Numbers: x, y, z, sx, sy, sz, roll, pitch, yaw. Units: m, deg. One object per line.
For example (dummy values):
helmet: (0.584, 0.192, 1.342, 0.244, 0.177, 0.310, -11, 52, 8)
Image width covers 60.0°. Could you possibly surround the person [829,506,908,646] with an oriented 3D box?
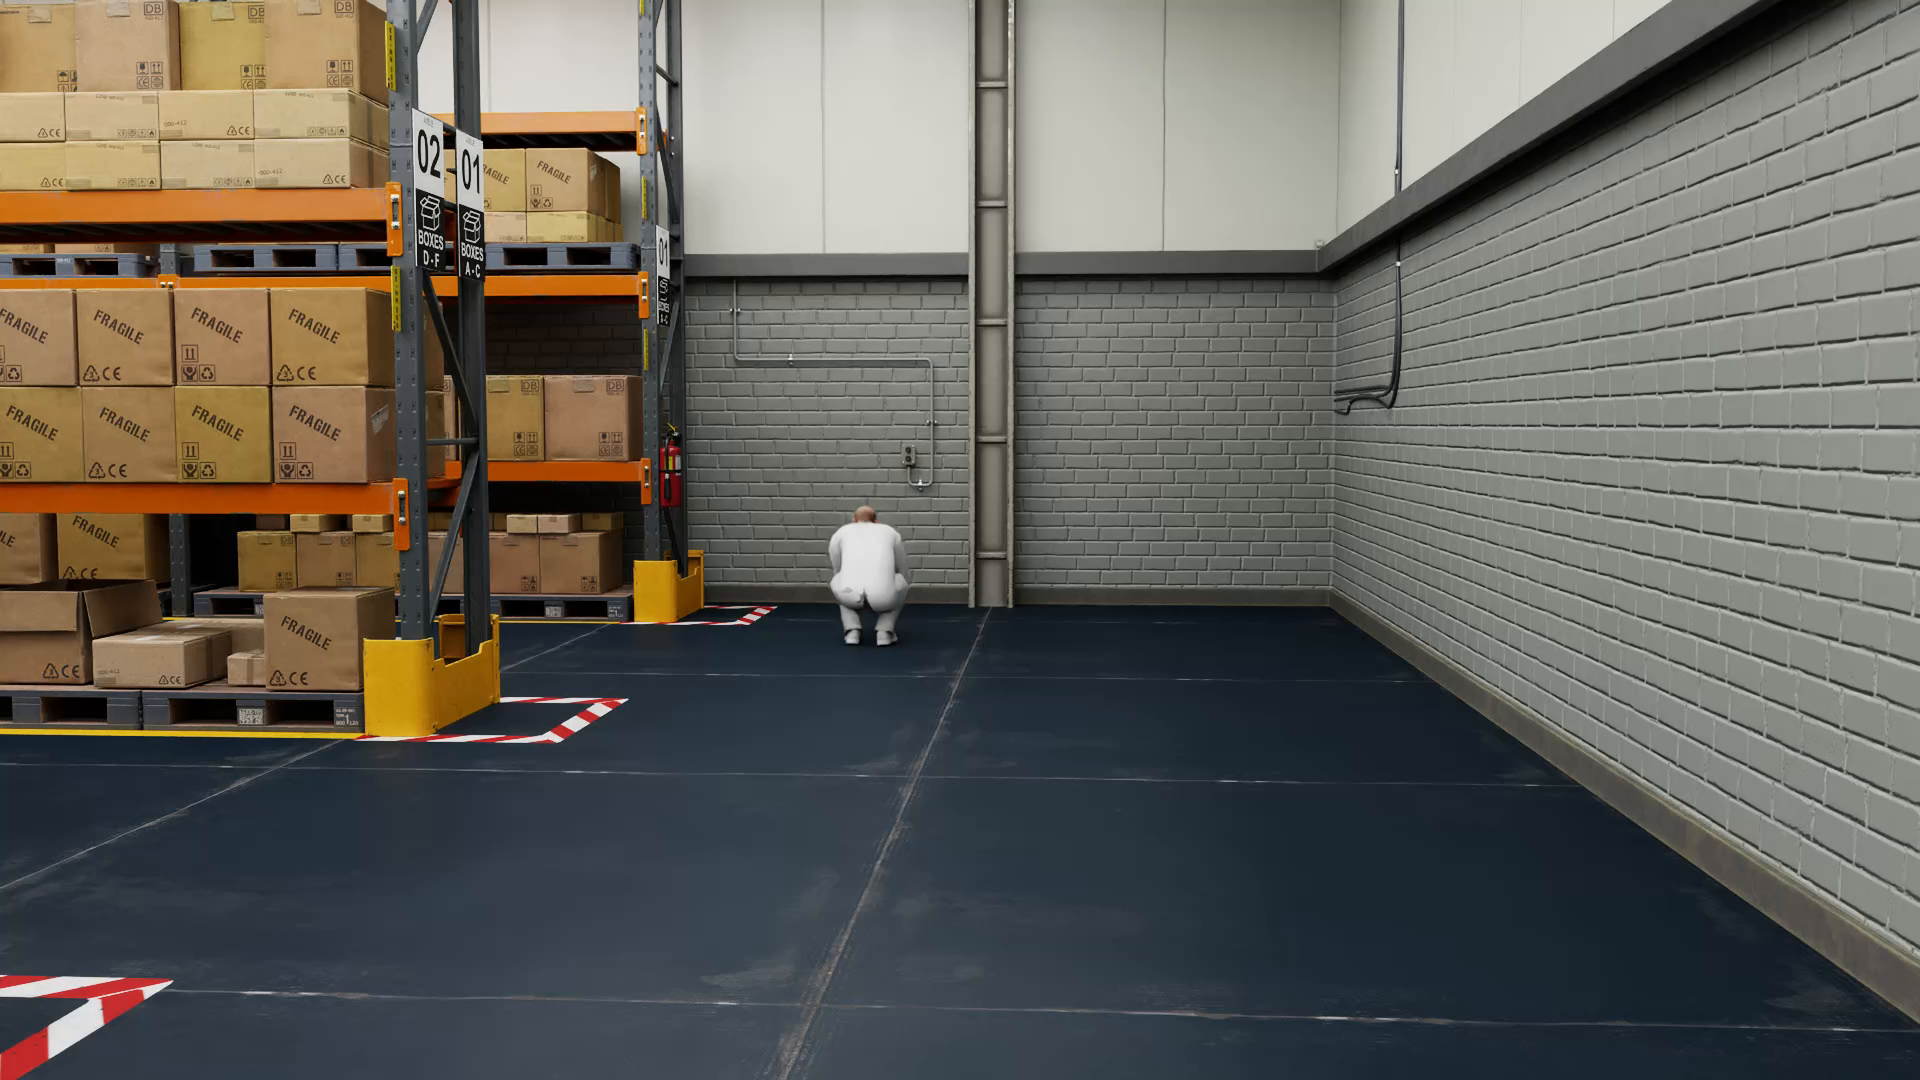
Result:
person: (-0.677, 0.255, 12.313, 0.605, 0.995, 0.906, 0, 4, 4)
